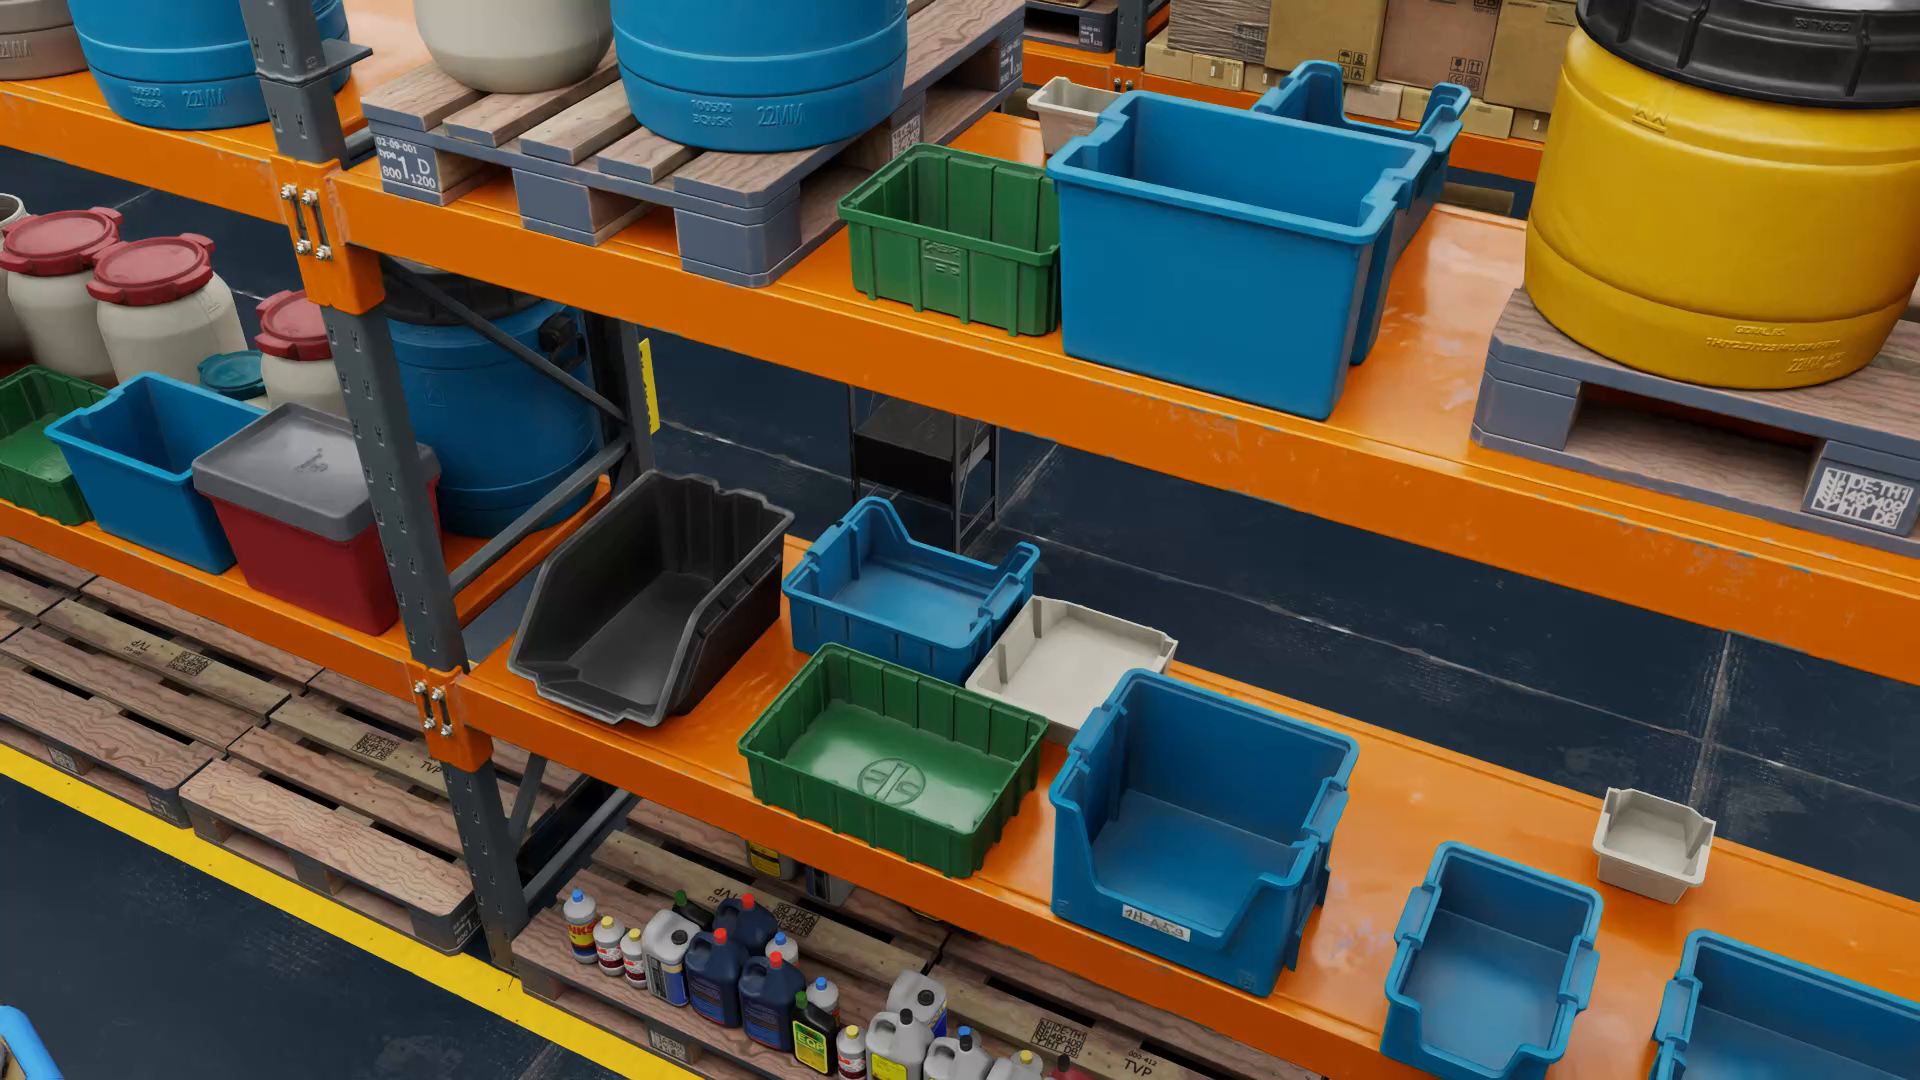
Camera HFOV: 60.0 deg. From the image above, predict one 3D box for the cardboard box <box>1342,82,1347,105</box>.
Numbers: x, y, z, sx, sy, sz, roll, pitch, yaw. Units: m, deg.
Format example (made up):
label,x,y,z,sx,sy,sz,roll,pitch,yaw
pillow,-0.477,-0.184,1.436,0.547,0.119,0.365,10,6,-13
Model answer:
label,x,y,z,sx,sy,sz,roll,pitch,yaw
cardboard box,1.767,-2.201,7.877,0.250,0.149,0.380,17,41,21

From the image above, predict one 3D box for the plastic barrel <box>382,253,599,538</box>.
label,x,y,z,sx,sy,sz,roll,pitch,yaw
plastic barrel,-1.444,-0.529,5.051,0.708,0.901,0.600,17,41,21

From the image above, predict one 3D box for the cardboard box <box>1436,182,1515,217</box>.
label,x,y,z,sx,sy,sz,roll,pitch,yaw
cardboard box,2.474,-1.471,8.428,0.500,0.500,0.500,14,39,18

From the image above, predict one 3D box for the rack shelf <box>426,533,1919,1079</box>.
label,x,y,z,sx,sy,sz,roll,pitch,yaw
rack shelf,0.536,0.784,4.332,4.000,0.370,1.077,17,41,21

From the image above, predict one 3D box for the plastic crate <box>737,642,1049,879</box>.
label,x,y,z,sx,sy,sz,roll,pitch,yaw
plastic crate,-0.165,0.555,4.214,0.662,0.188,0.450,17,41,21

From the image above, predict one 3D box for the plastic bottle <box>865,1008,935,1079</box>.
label,x,y,z,sx,sy,sz,roll,pitch,yaw
plastic bottle,-0.169,1.439,4.700,0.185,0.351,0.144,17,40,21

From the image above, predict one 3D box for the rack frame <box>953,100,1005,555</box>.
label,x,y,z,sx,sy,sz,roll,pitch,yaw
rack frame,0.070,-0.815,6.586,0.015,2.100,0.400,17,41,21

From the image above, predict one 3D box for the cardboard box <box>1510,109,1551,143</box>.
label,x,y,z,sx,sy,sz,roll,pitch,yaw
cardboard box,2.671,-1.942,7.535,0.250,0.149,0.380,17,41,21

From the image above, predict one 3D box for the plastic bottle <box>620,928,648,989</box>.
label,x,y,z,sx,sy,sz,roll,pitch,yaw
plastic bottle,-0.978,1.261,5.058,0.097,0.201,0.097,0,37,0

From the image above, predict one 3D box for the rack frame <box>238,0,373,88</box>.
label,x,y,z,sx,sy,sz,roll,pitch,yaw
rack frame,-1.240,-2.448,3.033,0.127,3.000,1.000,17,41,21

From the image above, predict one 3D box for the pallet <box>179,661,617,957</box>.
label,x,y,z,sx,sy,sz,roll,pitch,yaw
pallet,-1.955,0.854,5.950,1.213,0.211,1.003,17,41,21

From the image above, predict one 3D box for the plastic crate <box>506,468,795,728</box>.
label,x,y,z,sx,sy,sz,roll,pitch,yaw
plastic crate,-0.834,0.180,4.584,0.504,0.338,0.767,17,41,21

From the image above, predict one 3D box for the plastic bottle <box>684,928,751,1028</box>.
label,x,y,z,sx,sy,sz,roll,pitch,yaw
plastic bottle,-0.714,1.268,4.925,0.185,0.351,0.144,18,41,23

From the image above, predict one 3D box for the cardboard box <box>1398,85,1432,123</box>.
label,x,y,z,sx,sy,sz,roll,pitch,yaw
cardboard box,2.212,-2.062,7.694,0.250,0.149,0.380,17,41,21

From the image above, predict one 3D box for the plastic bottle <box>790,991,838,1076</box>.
label,x,y,z,sx,sy,sz,roll,pitch,yaw
plastic bottle,-0.419,1.416,4.787,0.133,0.283,0.061,19,41,23

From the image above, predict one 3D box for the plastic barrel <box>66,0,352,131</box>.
label,x,y,z,sx,sy,sz,roll,pitch,yaw
plastic barrel,-1.792,-1.478,3.821,0.708,0.901,0.600,17,41,21

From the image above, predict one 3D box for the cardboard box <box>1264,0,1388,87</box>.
label,x,y,z,sx,sy,sz,roll,pitch,yaw
cardboard box,1.837,-2.560,7.813,0.500,0.500,0.875,17,41,21

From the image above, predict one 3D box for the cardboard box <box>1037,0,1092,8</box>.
label,x,y,z,sx,sy,sz,roll,pitch,yaw
cardboard box,0.397,-3.420,8.432,1.000,1.000,1.000,18,41,22

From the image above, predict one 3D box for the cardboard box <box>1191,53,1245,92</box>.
label,x,y,z,sx,sy,sz,roll,pitch,yaw
cardboard box,1.306,-2.320,8.033,0.250,0.149,0.380,17,41,21

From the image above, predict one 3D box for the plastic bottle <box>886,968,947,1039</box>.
label,x,y,z,sx,sy,sz,roll,pitch,yaw
plastic bottle,-0.123,1.382,4.837,0.135,0.276,0.152,17,41,21

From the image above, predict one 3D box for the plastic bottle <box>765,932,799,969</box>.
label,x,y,z,sx,sy,sz,roll,pitch,yaw
plastic bottle,-0.530,1.275,4.982,0.097,0.271,0.097,0,37,0

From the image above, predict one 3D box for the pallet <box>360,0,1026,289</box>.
label,x,y,z,sx,sy,sz,roll,pitch,yaw
pallet,-0.555,-1.030,3.802,1.003,0.211,1.213,17,41,21

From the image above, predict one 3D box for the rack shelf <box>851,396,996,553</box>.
label,x,y,z,sx,sy,sz,roll,pitch,yaw
rack shelf,-0.147,-0.314,7.107,0.480,0.518,0.431,17,41,21

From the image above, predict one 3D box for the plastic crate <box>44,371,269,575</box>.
label,x,y,z,sx,sy,sz,roll,pitch,yaw
plastic crate,-2.363,-0.192,5.036,0.575,0.384,0.392,17,41,21

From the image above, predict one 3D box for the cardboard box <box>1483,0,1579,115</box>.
label,x,y,z,sx,sy,sz,roll,pitch,yaw
cardboard box,2.752,-2.314,7.489,0.500,0.500,0.875,17,41,21

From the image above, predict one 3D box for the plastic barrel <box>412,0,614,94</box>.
label,x,y,z,sx,sy,sz,roll,pitch,yaw
plastic barrel,-0.948,-1.240,3.482,0.421,0.512,0.421,0,37,0

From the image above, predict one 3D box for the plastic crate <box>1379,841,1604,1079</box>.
label,x,y,z,sx,sy,sz,roll,pitch,yaw
plastic crate,1.156,0.950,3.640,0.408,0.251,0.499,17,41,21

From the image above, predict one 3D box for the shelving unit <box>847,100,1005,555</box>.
label,x,y,z,sx,sy,sz,roll,pitch,yaw
shelving unit,-0.147,-0.882,6.676,0.503,2.100,0.431,17,41,21

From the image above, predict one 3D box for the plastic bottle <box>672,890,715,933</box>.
label,x,y,z,sx,sy,sz,roll,pitch,yaw
plastic bottle,-0.811,1.190,5.085,0.133,0.283,0.061,17,41,21

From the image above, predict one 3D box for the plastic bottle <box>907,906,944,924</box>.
label,x,y,z,sx,sy,sz,roll,pitch,yaw
plastic bottle,-0.103,1.078,5.232,0.133,0.283,0.061,17,41,21

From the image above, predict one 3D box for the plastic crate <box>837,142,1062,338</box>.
label,x,y,z,sx,sy,sz,roll,pitch,yaw
plastic crate,0.036,-0.584,3.233,0.450,0.188,0.336,17,41,21

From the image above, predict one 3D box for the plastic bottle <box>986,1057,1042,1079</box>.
label,x,y,z,sx,sy,sz,roll,pitch,yaw
plastic bottle,0.145,1.564,4.597,0.135,0.276,0.152,16,40,20

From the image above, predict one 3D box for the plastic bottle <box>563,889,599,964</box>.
label,x,y,z,sx,sy,sz,roll,pitch,yaw
plastic bottle,-1.159,1.177,5.112,0.097,0.271,0.097,0,37,0

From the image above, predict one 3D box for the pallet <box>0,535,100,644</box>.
label,x,y,z,sx,sy,sz,roll,pitch,yaw
pallet,-4.122,0.176,6.844,1.213,0.211,1.003,17,41,21

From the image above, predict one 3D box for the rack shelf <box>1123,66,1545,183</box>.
label,x,y,z,sx,sy,sz,roll,pitch,yaw
rack shelf,2.814,-1.875,7.835,4.000,0.370,1.077,17,41,21

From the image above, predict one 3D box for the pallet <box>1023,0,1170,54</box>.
label,x,y,z,sx,sy,sz,roll,pitch,yaw
pallet,0.426,-2.932,8.791,1.213,0.211,1.003,17,41,21

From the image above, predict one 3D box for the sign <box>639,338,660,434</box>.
label,x,y,z,sx,sy,sz,roll,pitch,yaw
sign,-0.977,-0.461,5.148,0.005,0.325,0.100,17,41,21

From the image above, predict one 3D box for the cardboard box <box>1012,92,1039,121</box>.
label,x,y,z,sx,sy,sz,roll,pitch,yaw
cardboard box,0.502,-2.080,9.213,0.500,0.500,0.700,14,39,18

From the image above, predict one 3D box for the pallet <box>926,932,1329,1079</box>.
label,x,y,z,sx,sy,sz,roll,pitch,yaw
pallet,0.424,1.599,4.968,1.213,0.211,1.003,17,41,21

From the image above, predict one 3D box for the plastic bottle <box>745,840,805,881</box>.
label,x,y,z,sx,sy,sz,roll,pitch,yaw
plastic bottle,-0.602,0.923,5.381,0.185,0.351,0.144,17,41,21

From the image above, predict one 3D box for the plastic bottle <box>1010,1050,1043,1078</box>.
label,x,y,z,sx,sy,sz,roll,pitch,yaw
plastic bottle,0.186,1.522,4.715,0.097,0.201,0.097,0,37,0

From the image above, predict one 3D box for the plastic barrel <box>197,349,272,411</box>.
label,x,y,z,sx,sy,sz,roll,pitch,yaw
plastic barrel,-2.345,-0.454,5.482,0.301,0.262,0.301,0,37,0

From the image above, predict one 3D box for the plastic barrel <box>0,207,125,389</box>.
label,x,y,z,sx,sy,sz,roll,pitch,yaw
plastic barrel,-3.025,-0.821,5.738,0.433,0.535,0.433,0,37,0

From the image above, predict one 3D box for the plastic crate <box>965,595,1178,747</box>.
label,x,y,z,sx,sy,sz,roll,pitch,yaw
plastic crate,0.318,0.362,4.511,0.437,0.136,0.530,17,41,21

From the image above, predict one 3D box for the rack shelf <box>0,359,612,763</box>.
label,x,y,z,sx,sy,sz,roll,pitch,yaw
rack shelf,-3.016,-0.328,5.797,4.000,0.370,1.077,17,41,21

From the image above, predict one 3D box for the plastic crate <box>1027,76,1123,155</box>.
label,x,y,z,sx,sy,sz,roll,pitch,yaw
plastic crate,0.371,-0.919,3.717,0.396,0.136,0.243,17,41,21
